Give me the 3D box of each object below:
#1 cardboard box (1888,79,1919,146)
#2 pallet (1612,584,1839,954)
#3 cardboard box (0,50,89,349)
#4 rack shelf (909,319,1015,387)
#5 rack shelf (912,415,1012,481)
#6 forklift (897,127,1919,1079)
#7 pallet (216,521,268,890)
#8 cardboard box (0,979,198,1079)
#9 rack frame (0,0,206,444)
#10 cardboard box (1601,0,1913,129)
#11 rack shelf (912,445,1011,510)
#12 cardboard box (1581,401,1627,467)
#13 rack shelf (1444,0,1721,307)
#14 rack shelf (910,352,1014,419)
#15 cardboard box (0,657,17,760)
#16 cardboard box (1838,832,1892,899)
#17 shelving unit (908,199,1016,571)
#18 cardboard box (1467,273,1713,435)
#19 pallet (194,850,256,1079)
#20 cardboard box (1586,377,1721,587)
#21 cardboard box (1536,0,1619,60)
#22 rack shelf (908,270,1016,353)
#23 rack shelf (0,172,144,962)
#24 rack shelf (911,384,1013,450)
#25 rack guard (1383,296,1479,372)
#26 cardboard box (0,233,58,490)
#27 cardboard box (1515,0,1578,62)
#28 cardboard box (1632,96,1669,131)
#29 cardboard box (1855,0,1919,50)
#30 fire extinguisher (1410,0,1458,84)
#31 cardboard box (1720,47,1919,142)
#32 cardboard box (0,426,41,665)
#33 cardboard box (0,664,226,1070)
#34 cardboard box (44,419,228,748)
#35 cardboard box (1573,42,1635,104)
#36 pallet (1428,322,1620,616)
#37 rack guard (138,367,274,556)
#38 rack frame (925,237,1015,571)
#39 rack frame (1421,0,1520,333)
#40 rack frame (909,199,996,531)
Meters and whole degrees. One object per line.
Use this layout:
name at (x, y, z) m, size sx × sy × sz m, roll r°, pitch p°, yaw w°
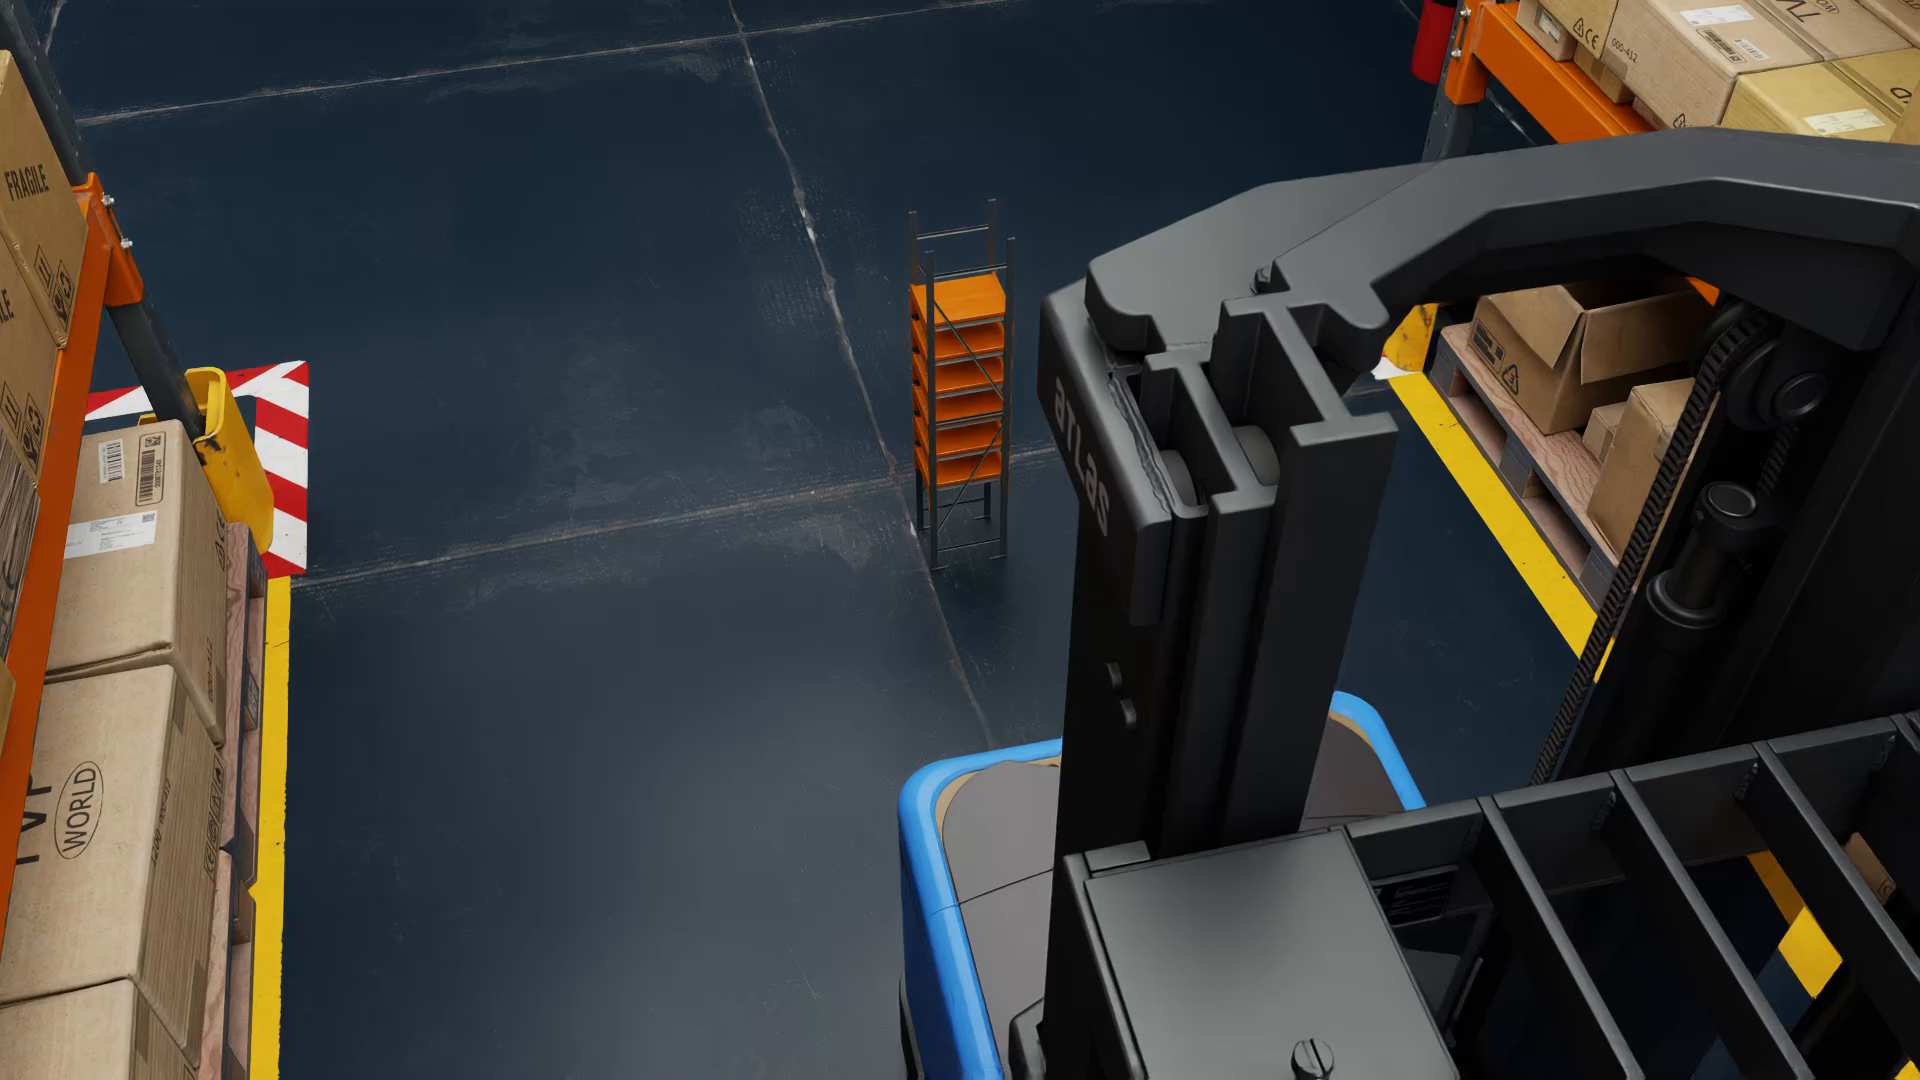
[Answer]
cardboard box at (2.281, -0.822, 3.327) m, size 0.500 × 0.500 × 0.500 m, roll -10°, pitch 46°, yaw -9°
pallet at (2.574, 0.514, 4.599) m, size 1.003 × 0.211 × 1.213 m, roll -11°, pitch 47°, yaw -10°
cardboard box at (-2.377, -0.746, 3.811) m, size 0.500 × 0.500 × 0.500 m, roll -10°, pitch 47°, yaw -10°
rack shelf at (0.004, -0.547, 4.672) m, size 0.258 × 0.103 × 0.180 m, roll -11°, pitch 47°, yaw -10°
rack shelf at (0.004, -0.295, 4.929) m, size 0.258 × 0.103 × 0.180 m, roll -11°, pitch 47°, yaw -10°
forklift at (0.687, 1.129, 2.092) m, size 1.130 × 2.935 × 3.031 m, roll -9°, pitch 46°, yaw -9°
pallet at (-2.476, 0.518, 4.594) m, size 1.003 × 0.211 × 1.213 m, roll -11°, pitch 47°, yaw -10°
cardboard box at (-2.019, 1.445, 3.234) m, size 0.875 × 0.438 × 0.875 m, roll -12°, pitch 47°, yaw -11°
rack frame at (-2.757, -0.996, 4.125) m, size 1.000 × 3.000 × 0.127 m, roll -11°, pitch 47°, yaw -10°
cardboard box at (2.026, -1.247, 4.268) m, size 0.500 × 0.250 × 0.500 m, roll -10°, pitch 46°, yaw -10°
rack shelf at (0.004, -0.211, 5.015) m, size 0.258 × 0.103 × 0.180 m, roll -11°, pitch 47°, yaw -10°
cardboard box at (2.177, -0.315, 5.160) m, size 0.380 × 0.149 × 0.250 m, roll -12°, pitch 47°, yaw -12°
rack shelf at (2.553, -0.273, 3.921) m, size 1.077 × 0.370 × 4.000 m, roll -11°, pitch 47°, yaw -10°
rack shelf at (0.004, -0.463, 4.758) m, size 0.258 × 0.103 × 0.180 m, roll -11°, pitch 47°, yaw -10°
cardboard box at (-1.977, 0.311, 2.775) m, size 0.500 × 0.500 × 0.500 m, roll -9°, pitch 46°, yaw -9°
cardboard box at (2.553, 0.576, 4.042) m, size 0.700 × 0.500 × 0.500 m, roll -12°, pitch 47°, yaw -12°
shelving unit at (0.004, -0.410, 4.812) m, size 0.258 × 1.200 × 0.189 m, roll -11°, pitch 47°, yaw -10°
cardboard box at (2.106, -0.739, 5.328) m, size 0.797 × 0.503 × 0.637 m, roll -12°, pitch 47°, yaw -12°
pallet at (-2.168, 1.359, 3.771) m, size 1.003 × 0.211 × 1.213 m, roll -11°, pitch 47°, yaw -10°
cardboard box at (2.287, -0.141, 4.744) m, size 0.700 × 0.500 × 0.500 m, roll -9°, pitch 46°, yaw -9°
cardboard box at (1.896, -1.595, 4.609) m, size 0.500 × 0.250 × 0.500 m, roll -10°, pitch 47°, yaw -10°
rack shelf at (0.004, -0.631, 4.586) m, size 0.258 × 0.103 × 0.180 m, roll -11°, pitch 47°, yaw -10°
rack shelf at (-2.245, 0.637, 3.029) m, size 1.077 × 0.370 × 4.000 m, roll -11°, pitch 47°, yaw -10°
rack shelf at (0.004, -0.379, 4.843) m, size 0.258 × 0.103 × 0.180 m, roll -11°, pitch 47°, yaw -10°
rack guard at (2.060, -0.978, 5.859) m, size 1.175 × 0.500 × 0.348 m, roll -11°, pitch 47°, yaw -10°
cardboard box at (-2.263, -0.397, 3.469) m, size 0.500 × 0.500 × 0.500 m, roll -12°, pitch 47°, yaw -11°
cardboard box at (1.860, -1.541, 4.836) m, size 0.380 × 0.149 × 0.250 m, roll -11°, pitch 47°, yaw -11°
cardboard box at (2.070, -1.198, 4.500) m, size 0.380 × 0.149 × 0.250 m, roll -11°, pitch 47°, yaw -11°
cardboard box at (2.546, -1.332, 4.352) m, size 0.500 × 0.250 × 0.500 m, roll -11°, pitch 47°, yaw -10°
fire extinguisher at (1.556, -1.765, 5.195) m, size 0.296 × 0.674 × 0.183 m, roll -11°, pitch 47°, yaw -10°
cardboard box at (2.159, -0.897, 3.926) m, size 0.500 × 0.250 × 0.500 m, roll -12°, pitch 47°, yaw -11°
cardboard box at (-2.122, -0.043, 3.122) m, size 0.500 × 0.500 × 0.500 m, roll -9°, pitch 46°, yaw -9°
cardboard box at (-2.249, 0.822, 3.844) m, size 0.875 × 0.438 × 0.875 m, roll -10°, pitch 46°, yaw -9°
cardboard box at (-2.491, 0.192, 4.462) m, size 0.875 × 0.438 × 0.875 m, roll -12°, pitch 47°, yaw -12°
cardboard box at (1.969, -1.374, 4.672) m, size 0.380 × 0.149 × 0.250 m, roll -10°, pitch 46°, yaw -9°
pallet at (2.265, -0.327, 5.423) m, size 1.003 × 0.211 × 1.213 m, roll -11°, pitch 47°, yaw -10°
rack guard at (-2.763, -0.137, 5.034) m, size 1.175 × 0.500 × 0.348 m, roll -11°, pitch 47°, yaw -10°
rack frame at (0.027, -0.347, 4.750) m, size 0.240 × 1.200 × 0.006 m, roll -11°, pitch 47°, yaw -10°
rack frame at (2.041, -1.906, 5.017) m, size 1.000 × 3.000 × 0.127 m, roll -11°, pitch 47°, yaw -10°
rack frame at (-0.020, -0.473, 4.874) m, size 0.240 × 1.200 × 0.006 m, roll -11°, pitch 47°, yaw -10°
